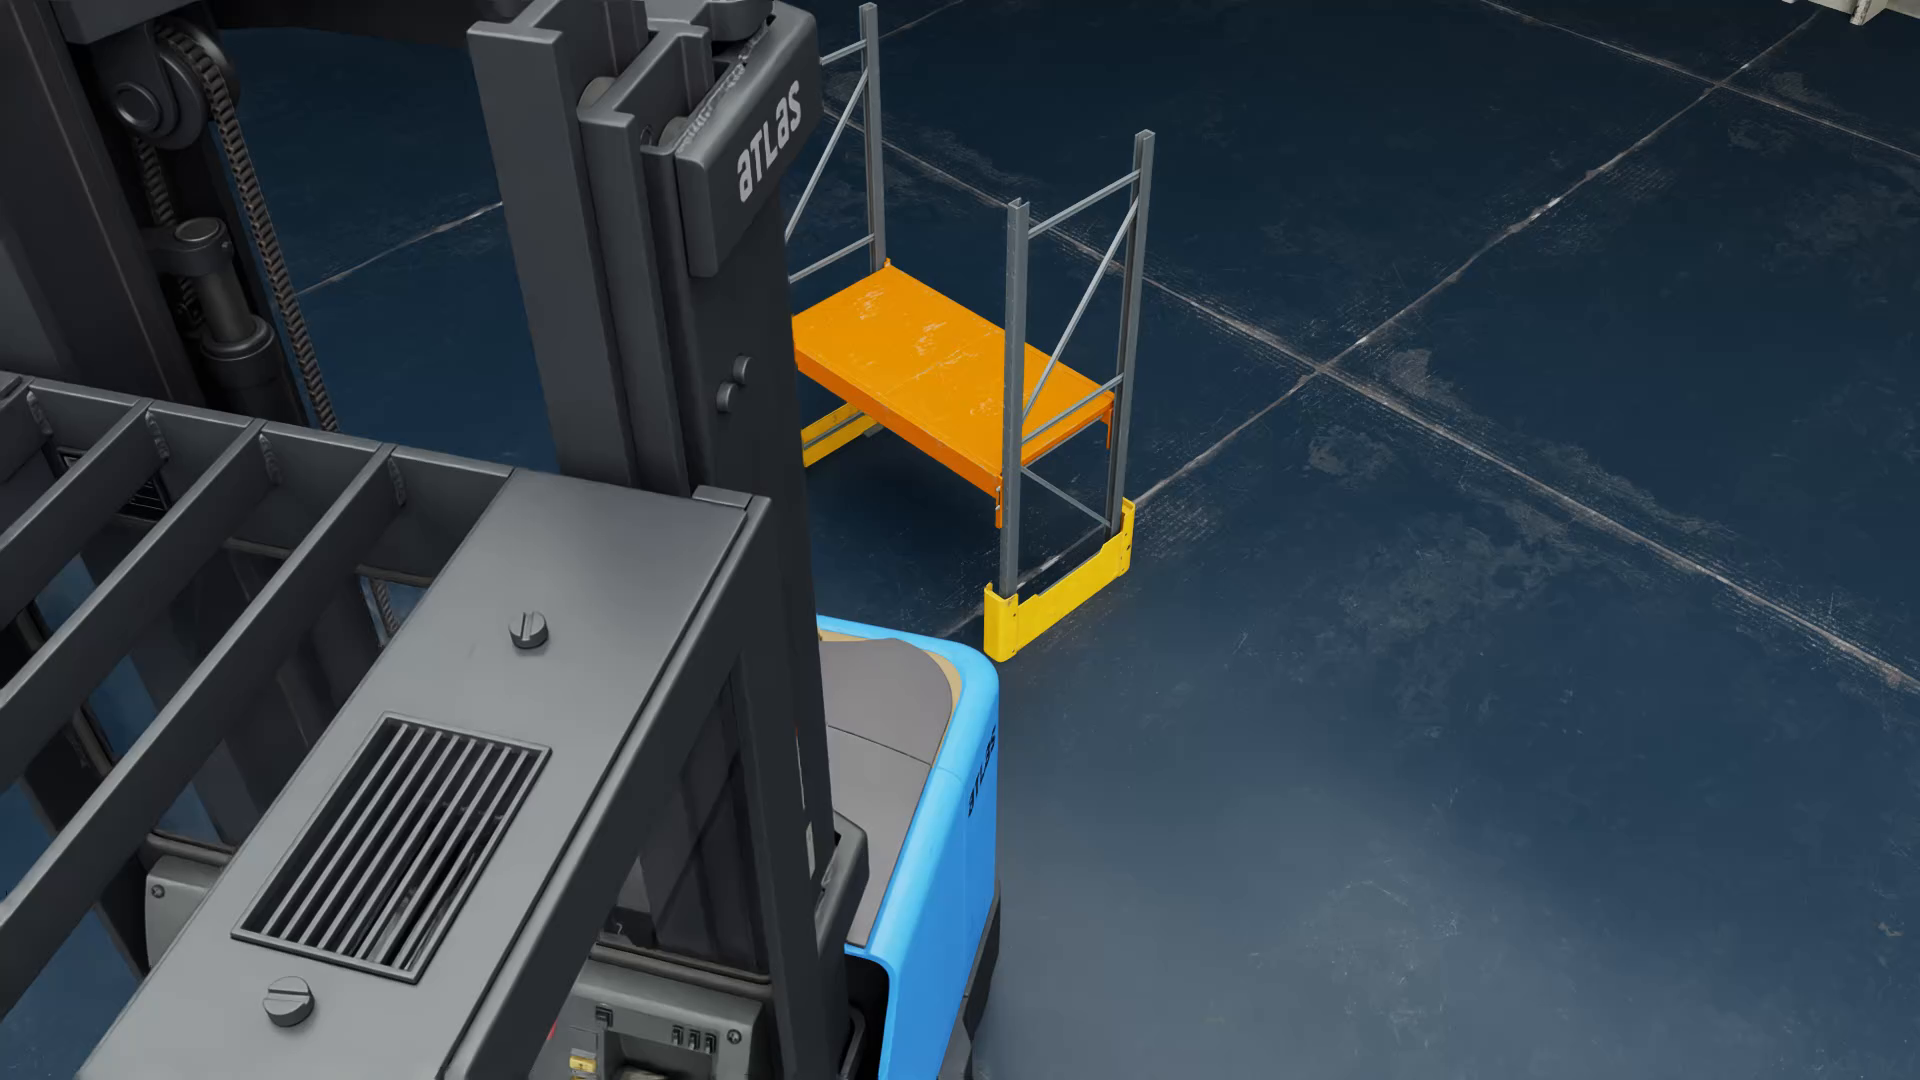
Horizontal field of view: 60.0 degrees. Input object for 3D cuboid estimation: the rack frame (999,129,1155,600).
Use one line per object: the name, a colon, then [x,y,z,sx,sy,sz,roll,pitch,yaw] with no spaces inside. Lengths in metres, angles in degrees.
rack frame: [0.299,-0.348,4.521,0.500,1.500,0.032,-34,53,-31]

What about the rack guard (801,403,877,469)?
rack guard: [-0.406,-0.368,5.464,0.587,0.250,0.087,-34,53,-31]

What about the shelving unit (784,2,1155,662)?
shelving unit: [-0.054,-0.587,4.781,0.587,1.500,1.083,-34,53,-31]

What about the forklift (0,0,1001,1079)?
forklift: [-0.786,0.816,2.207,1.130,2.935,3.031,11,44,11]

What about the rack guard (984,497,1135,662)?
rack guard: [0.298,0.111,4.946,0.587,0.250,0.087,-34,53,-31]

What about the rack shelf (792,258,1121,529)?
rack shelf: [-0.060,-0.460,4.907,0.538,0.185,1.000,-34,53,-31]

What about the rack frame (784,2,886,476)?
rack frame: [-0.419,-0.836,5.050,0.500,1.500,0.032,-34,53,-31]
